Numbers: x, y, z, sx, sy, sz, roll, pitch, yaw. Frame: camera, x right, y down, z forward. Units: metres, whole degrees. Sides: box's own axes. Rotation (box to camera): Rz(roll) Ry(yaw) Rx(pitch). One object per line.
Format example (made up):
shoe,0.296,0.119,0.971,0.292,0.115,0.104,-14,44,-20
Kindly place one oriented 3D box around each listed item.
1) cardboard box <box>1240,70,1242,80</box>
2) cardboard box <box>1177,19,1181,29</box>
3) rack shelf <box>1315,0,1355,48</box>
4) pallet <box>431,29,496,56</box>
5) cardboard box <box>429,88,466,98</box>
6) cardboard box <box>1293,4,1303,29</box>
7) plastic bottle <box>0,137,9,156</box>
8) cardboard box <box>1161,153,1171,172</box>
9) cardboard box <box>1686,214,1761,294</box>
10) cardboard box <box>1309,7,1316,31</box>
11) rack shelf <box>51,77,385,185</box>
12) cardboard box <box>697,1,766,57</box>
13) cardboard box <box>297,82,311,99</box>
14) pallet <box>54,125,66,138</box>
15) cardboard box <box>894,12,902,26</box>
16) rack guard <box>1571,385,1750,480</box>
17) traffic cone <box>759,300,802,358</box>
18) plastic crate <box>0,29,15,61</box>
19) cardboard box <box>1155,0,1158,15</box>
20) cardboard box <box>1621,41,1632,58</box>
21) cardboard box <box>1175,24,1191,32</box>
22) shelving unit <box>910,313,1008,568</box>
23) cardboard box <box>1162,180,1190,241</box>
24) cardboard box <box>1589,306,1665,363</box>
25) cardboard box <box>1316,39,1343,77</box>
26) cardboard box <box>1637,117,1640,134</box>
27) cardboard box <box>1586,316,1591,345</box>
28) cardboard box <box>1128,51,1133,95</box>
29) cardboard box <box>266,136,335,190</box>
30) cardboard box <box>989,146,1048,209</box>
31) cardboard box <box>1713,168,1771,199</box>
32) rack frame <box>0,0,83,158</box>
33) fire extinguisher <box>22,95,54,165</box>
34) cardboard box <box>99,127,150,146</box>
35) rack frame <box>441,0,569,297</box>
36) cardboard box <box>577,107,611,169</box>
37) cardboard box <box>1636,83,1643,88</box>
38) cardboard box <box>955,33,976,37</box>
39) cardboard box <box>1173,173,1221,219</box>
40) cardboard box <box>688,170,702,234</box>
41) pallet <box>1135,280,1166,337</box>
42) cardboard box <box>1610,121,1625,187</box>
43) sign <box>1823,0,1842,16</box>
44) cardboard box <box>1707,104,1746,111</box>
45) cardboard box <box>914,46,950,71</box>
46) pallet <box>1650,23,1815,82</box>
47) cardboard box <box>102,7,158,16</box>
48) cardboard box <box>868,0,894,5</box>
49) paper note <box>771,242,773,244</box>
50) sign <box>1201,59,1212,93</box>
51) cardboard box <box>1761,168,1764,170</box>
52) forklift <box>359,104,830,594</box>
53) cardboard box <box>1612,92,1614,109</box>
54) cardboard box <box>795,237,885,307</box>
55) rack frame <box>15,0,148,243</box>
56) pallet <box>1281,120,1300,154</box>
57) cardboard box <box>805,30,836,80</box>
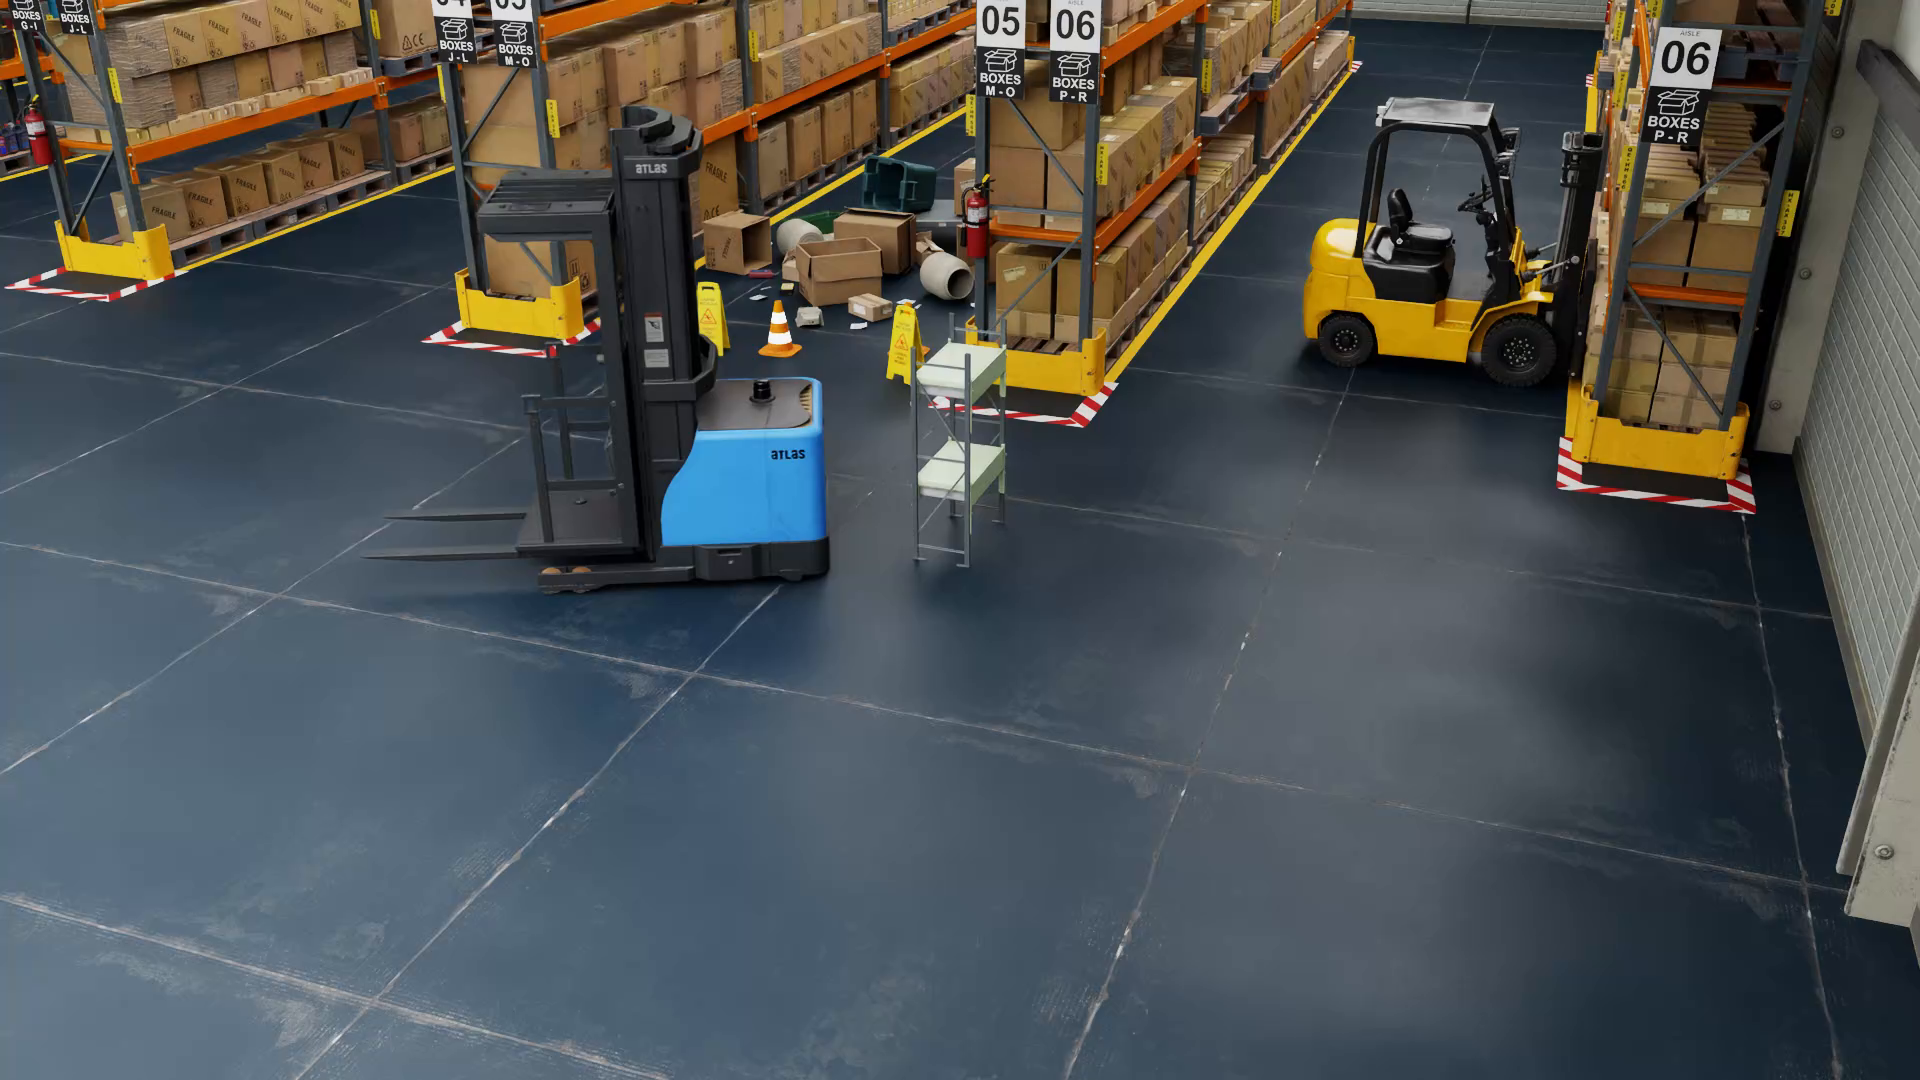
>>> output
cardboard box,2.947,-5.220,18.619,0.380,0.149,0.250,8,27,16
cardboard box,2.171,-5.601,17.917,0.380,0.149,0.250,8,27,15
rack shelf,5.272,-8.103,25.593,1.077,0.370,4.000,9,27,17
pallet,-6.690,-6.492,21.661,1.003,0.211,1.213,9,27,17
cardboard box,-6.628,-5.729,22.228,0.700,0.500,0.500,11,28,22
cardboard box,4.209,-6.913,21.907,0.500,0.250,0.500,9,27,18
plastic bottle,-12.093,-4.990,20.949,0.061,0.283,0.133,11,28,21
cardboard box,1.790,-3.610,15.776,0.380,0.149,0.250,8,27,17
cardboard box,5.722,-2.164,12.385,0.500,0.500,0.500,10,27,19
cardboard box,4.695,-7.316,23.315,0.500,0.250,0.500,8,27,16
rack shelf,-8.066,-4.609,18.376,1.077,0.370,4.000,9,27,17
cardboard box,-2.597,-5.693,18.529,0.700,0.500,0.500,8,27,17
cardboard box,-7.613,-5.112,18.879,0.380,0.149,0.250,9,27,17
pallet,-11.847,-5.546,22.686,1.003,0.211,1.213,9,27,17
cardboard box,-0.997,-6.978,22.250,0.380,0.149,0.250,10,28,20
rack guard,5.287,-0.820,12.594,1.175,0.500,0.348,9,27,17
traffic cone,-1.620,-1.917,14.901,0.336,0.463,0.334,9,27,17
plastic crate,-12.366,-6.248,21.007,0.767,0.338,0.504,9,27,17
cardboard box,1.506,-4.645,14.472,0.380,0.149,0.250,8,27,16
cardboard box,7.486,-5.382,18.287,0.380,0.149,0.250,9,27,19
cardboard box,2.223,-5.323,18.088,0.500,0.500,0.500,10,27,19
shelving unit,-0.002,-0.672,11.141,0.431,1.500,0.755,9,27,17
cardboard box,2.001,-3.324,16.710,0.500,0.500,0.500,8,27,17
cardboard box,5.155,-1.591,12.844,0.500,0.250,0.500,10,27,19
cardboard box,5.516,-7.621,26.231,0.875,0.438,0.875,9,27,19
cardboard box,5.887,-3.441,13.938,0.380,0.149,0.250,9,27,17
cardboard box,5.492,-1.797,13.842,0.500,0.250,0.500,8,27,16
cardboard box,1.210,-4.388,15.490,0.700,0.500,0.500,8,27,16
cardboard box,-7.755,-4.423,19.554,0.500,0.500,0.500,19,32,34
cardboard box,0.534,-3.115,14.010,0.500,0.500,0.500,8,27,17
cardboard box,5.756,-2.633,12.270,0.380,0.149,0.250,10,27,19
rack frame,-12.071,-6.473,21.400,1.000,3.000,0.127,9,27,17
fire extinguisher,-9.204,-4.096,16.579,0.296,0.674,0.183,9,27,17
cardboard box,-8.412,-4.080,16.747,0.380,0.149,0.250,9,27,17
rack frame,-4.088,-3.350,14.950,1.000,3.000,0.127,9,27,17
cardboard box,-3.845,-3.806,15.719,0.875,0.550,0.550,9,27,17
cardboard box,6.731,-4.310,16.074,0.380,0.149,0.250,9,27,17
cardboard box,0.065,-8.073,26.812,0.380,0.149,0.250,7,27,15
cardboard box,2.353,-3.835,18.487,0.950,0.372,0.625,11,28,21
cardboard box,-3.329,-3.607,17.438,0.875,0.875,0.875,9,27,18
pallet,1.350,-2.278,15.936,1.003,0.211,1.213,9,27,17
cardboard box,6.233,-3.500,15.145,0.500,0.500,0.500,8,27,16
sign,5.817,-3.651,11.037,0.100,0.325,0.005,9,27,17
cardboard box,6.607,-3.687,14.446,0.380,0.149,0.250,8,27,17
cardboard box,-0.450,-6.911,23.832,0.500,0.250,0.500,8,27,15
pallet,5.555,-3.552,12.028,1.003,0.211,1.213,9,27,17
cardboard box,-8.621,-5.208,17.184,0.500,0.500,0.500,9,27,17
cardboard box,-1.088,-7.145,21.912,0.380,0.149,0.250,9,27,18
paper note,-2.127,-3.250,18.150,0.147,0.020,0.142,-9,27,-18
sign,2.459,-4.631,16.604,0.100,0.325,0.005,9,27,17
cardboard box,6.148,-2.912,13.187,0.380,0.149,0.250,10,27,19
forklift,-2.401,-1.209,10.608,3.031,2.935,1.130,-2,26,-4
cardboard box,7.407,-4.822,18.164,0.500,0.250,0.500,8,27,16
cardboard box,-1.190,-2.639,16.346,0.797,0.503,0.637,-9,27,-18
rack frame,-8.732,-4.111,16.521,1.000,3.000,0.127,9,27,17
pallet,4.017,-5.519,22.630,1.003,0.211,1.213,9,27,17
cardboard box,-1.823,-5.837,19.972,0.500,0.500,0.500,9,27,18
